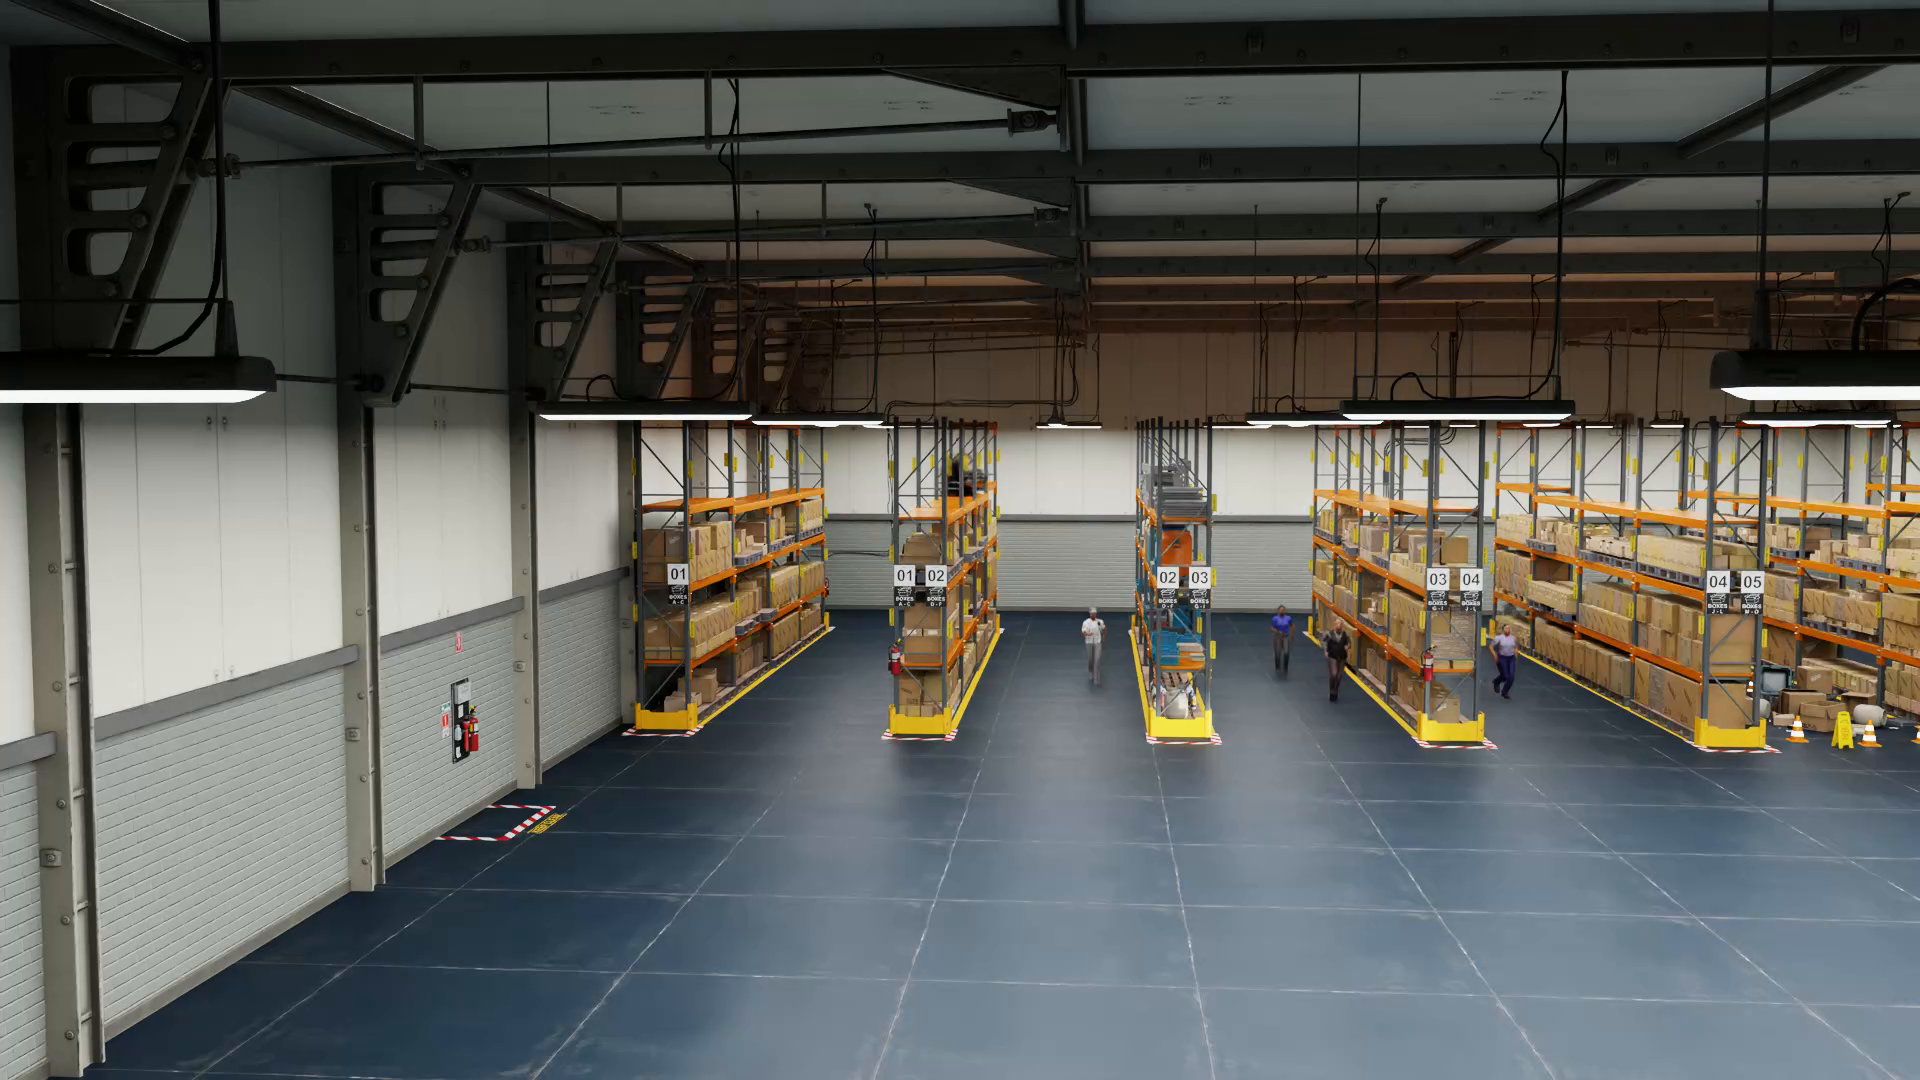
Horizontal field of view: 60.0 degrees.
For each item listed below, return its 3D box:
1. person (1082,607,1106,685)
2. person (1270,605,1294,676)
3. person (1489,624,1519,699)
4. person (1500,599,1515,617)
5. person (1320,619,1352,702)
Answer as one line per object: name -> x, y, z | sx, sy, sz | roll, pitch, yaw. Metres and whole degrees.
person -> 3.052, 2.386, 37.915 | 0.558, 1.720, 0.879 | 0, 4, 5
person -> 7.565, 2.371, 38.999 | 0.590, 1.695, 0.685 | 0, 4, 2
person -> 11.715, 2.599, 35.678 | 0.610, 1.605, 0.546 | -1, 4, -9
person -> 15.722, 1.833, 47.479 | 0.750, 1.645, 0.664 | 2, 4, 23
person -> 8.018, 2.566, 35.372 | 0.635, 1.762, 0.751 | 0, 4, -3
